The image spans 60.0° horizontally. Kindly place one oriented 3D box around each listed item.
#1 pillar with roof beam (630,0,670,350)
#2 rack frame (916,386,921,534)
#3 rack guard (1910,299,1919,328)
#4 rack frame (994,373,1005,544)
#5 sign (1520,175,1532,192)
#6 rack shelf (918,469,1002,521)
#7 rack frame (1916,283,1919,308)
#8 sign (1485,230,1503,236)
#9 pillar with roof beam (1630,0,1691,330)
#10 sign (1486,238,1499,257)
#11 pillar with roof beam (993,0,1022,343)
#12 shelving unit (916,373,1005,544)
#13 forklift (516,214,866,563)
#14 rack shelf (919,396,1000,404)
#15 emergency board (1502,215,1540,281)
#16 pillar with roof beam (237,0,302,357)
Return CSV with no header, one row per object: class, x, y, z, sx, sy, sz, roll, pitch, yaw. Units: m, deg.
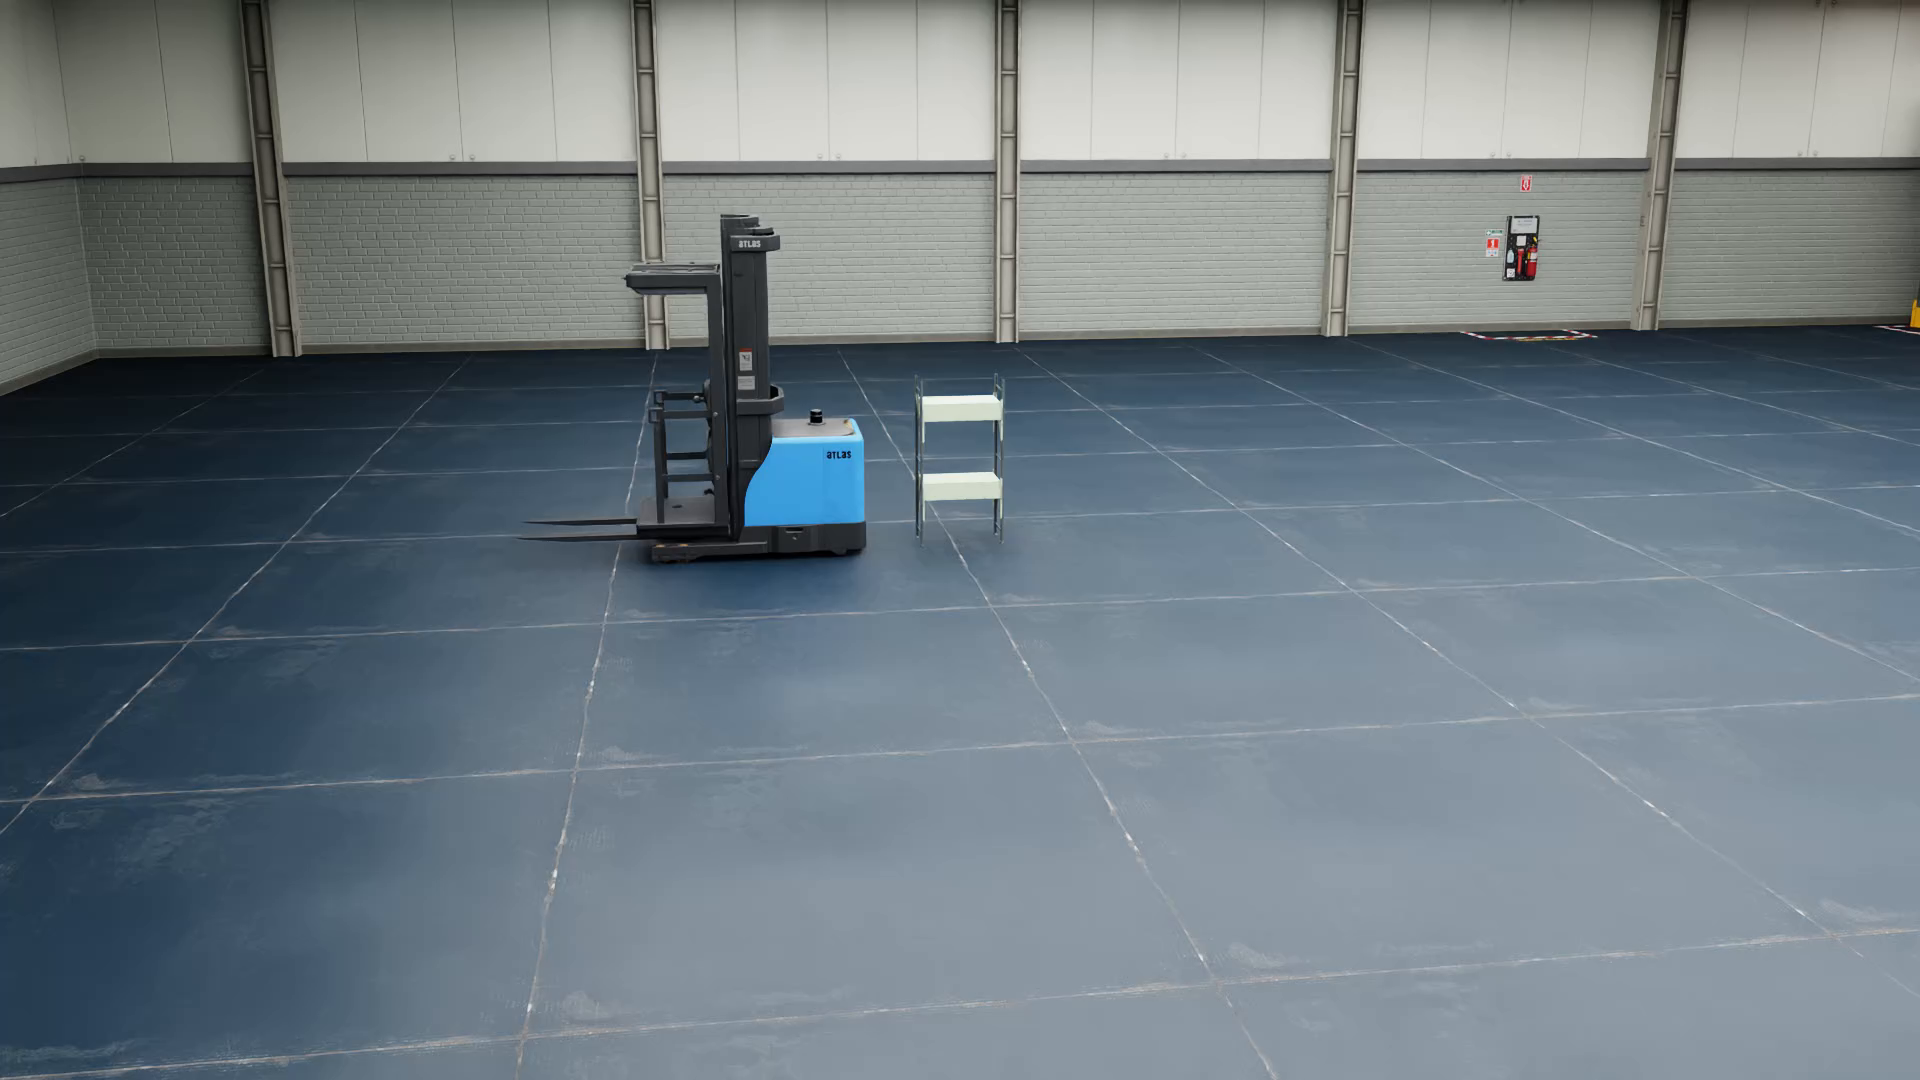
pillar with roof beam,-4.487,-6.584,23.003,0.400,9.000,9.100,-2,14,-8
rack frame,-0.368,-0.714,15.012,0.010,1.308,0.380,-2,14,-8
rack guard,18.116,-4.136,30.714,0.348,0.500,1.175,-2,14,-8
rack frame,0.355,-0.740,15.119,0.023,1.500,0.400,-2,14,-8
sign,10.199,-6.429,29.955,0.199,0.298,0.001,-2,14,-8
rack shelf,-0.007,-0.411,15.146,0.720,0.370,0.431,-2,14,-8
rack frame,18.040,-5.346,30.399,0.127,3.000,1.000,-2,14,-8
sign,9.665,-5.558,30.085,0.331,0.109,0.001,-2,14,-8
pillar with roof beam,13.312,-7.236,25.604,0.400,9.000,9.100,-2,14,-8
sign,9.659,-5.303,30.157,0.234,0.329,0.001,-2,14,-8
pillar with roof beam,1.446,-6.801,23.870,0.400,9.000,9.100,-2,14,-8
shelving unit,-0.003,-0.727,15.067,0.748,1.500,0.431,-2,14,-8
forklift,-2.387,-1.350,14.607,3.031,2.935,1.130,-2,14,-7
rack shelf,-0.007,-1.201,14.948,0.686,0.124,0.368,-2,14,-8
emergency board,10.210,-5.285,30.159,0.626,1.169,0.157,-2,14,-8
pillar with roof beam,-10.420,-6.366,22.136,0.400,9.000,9.100,-2,14,-8
